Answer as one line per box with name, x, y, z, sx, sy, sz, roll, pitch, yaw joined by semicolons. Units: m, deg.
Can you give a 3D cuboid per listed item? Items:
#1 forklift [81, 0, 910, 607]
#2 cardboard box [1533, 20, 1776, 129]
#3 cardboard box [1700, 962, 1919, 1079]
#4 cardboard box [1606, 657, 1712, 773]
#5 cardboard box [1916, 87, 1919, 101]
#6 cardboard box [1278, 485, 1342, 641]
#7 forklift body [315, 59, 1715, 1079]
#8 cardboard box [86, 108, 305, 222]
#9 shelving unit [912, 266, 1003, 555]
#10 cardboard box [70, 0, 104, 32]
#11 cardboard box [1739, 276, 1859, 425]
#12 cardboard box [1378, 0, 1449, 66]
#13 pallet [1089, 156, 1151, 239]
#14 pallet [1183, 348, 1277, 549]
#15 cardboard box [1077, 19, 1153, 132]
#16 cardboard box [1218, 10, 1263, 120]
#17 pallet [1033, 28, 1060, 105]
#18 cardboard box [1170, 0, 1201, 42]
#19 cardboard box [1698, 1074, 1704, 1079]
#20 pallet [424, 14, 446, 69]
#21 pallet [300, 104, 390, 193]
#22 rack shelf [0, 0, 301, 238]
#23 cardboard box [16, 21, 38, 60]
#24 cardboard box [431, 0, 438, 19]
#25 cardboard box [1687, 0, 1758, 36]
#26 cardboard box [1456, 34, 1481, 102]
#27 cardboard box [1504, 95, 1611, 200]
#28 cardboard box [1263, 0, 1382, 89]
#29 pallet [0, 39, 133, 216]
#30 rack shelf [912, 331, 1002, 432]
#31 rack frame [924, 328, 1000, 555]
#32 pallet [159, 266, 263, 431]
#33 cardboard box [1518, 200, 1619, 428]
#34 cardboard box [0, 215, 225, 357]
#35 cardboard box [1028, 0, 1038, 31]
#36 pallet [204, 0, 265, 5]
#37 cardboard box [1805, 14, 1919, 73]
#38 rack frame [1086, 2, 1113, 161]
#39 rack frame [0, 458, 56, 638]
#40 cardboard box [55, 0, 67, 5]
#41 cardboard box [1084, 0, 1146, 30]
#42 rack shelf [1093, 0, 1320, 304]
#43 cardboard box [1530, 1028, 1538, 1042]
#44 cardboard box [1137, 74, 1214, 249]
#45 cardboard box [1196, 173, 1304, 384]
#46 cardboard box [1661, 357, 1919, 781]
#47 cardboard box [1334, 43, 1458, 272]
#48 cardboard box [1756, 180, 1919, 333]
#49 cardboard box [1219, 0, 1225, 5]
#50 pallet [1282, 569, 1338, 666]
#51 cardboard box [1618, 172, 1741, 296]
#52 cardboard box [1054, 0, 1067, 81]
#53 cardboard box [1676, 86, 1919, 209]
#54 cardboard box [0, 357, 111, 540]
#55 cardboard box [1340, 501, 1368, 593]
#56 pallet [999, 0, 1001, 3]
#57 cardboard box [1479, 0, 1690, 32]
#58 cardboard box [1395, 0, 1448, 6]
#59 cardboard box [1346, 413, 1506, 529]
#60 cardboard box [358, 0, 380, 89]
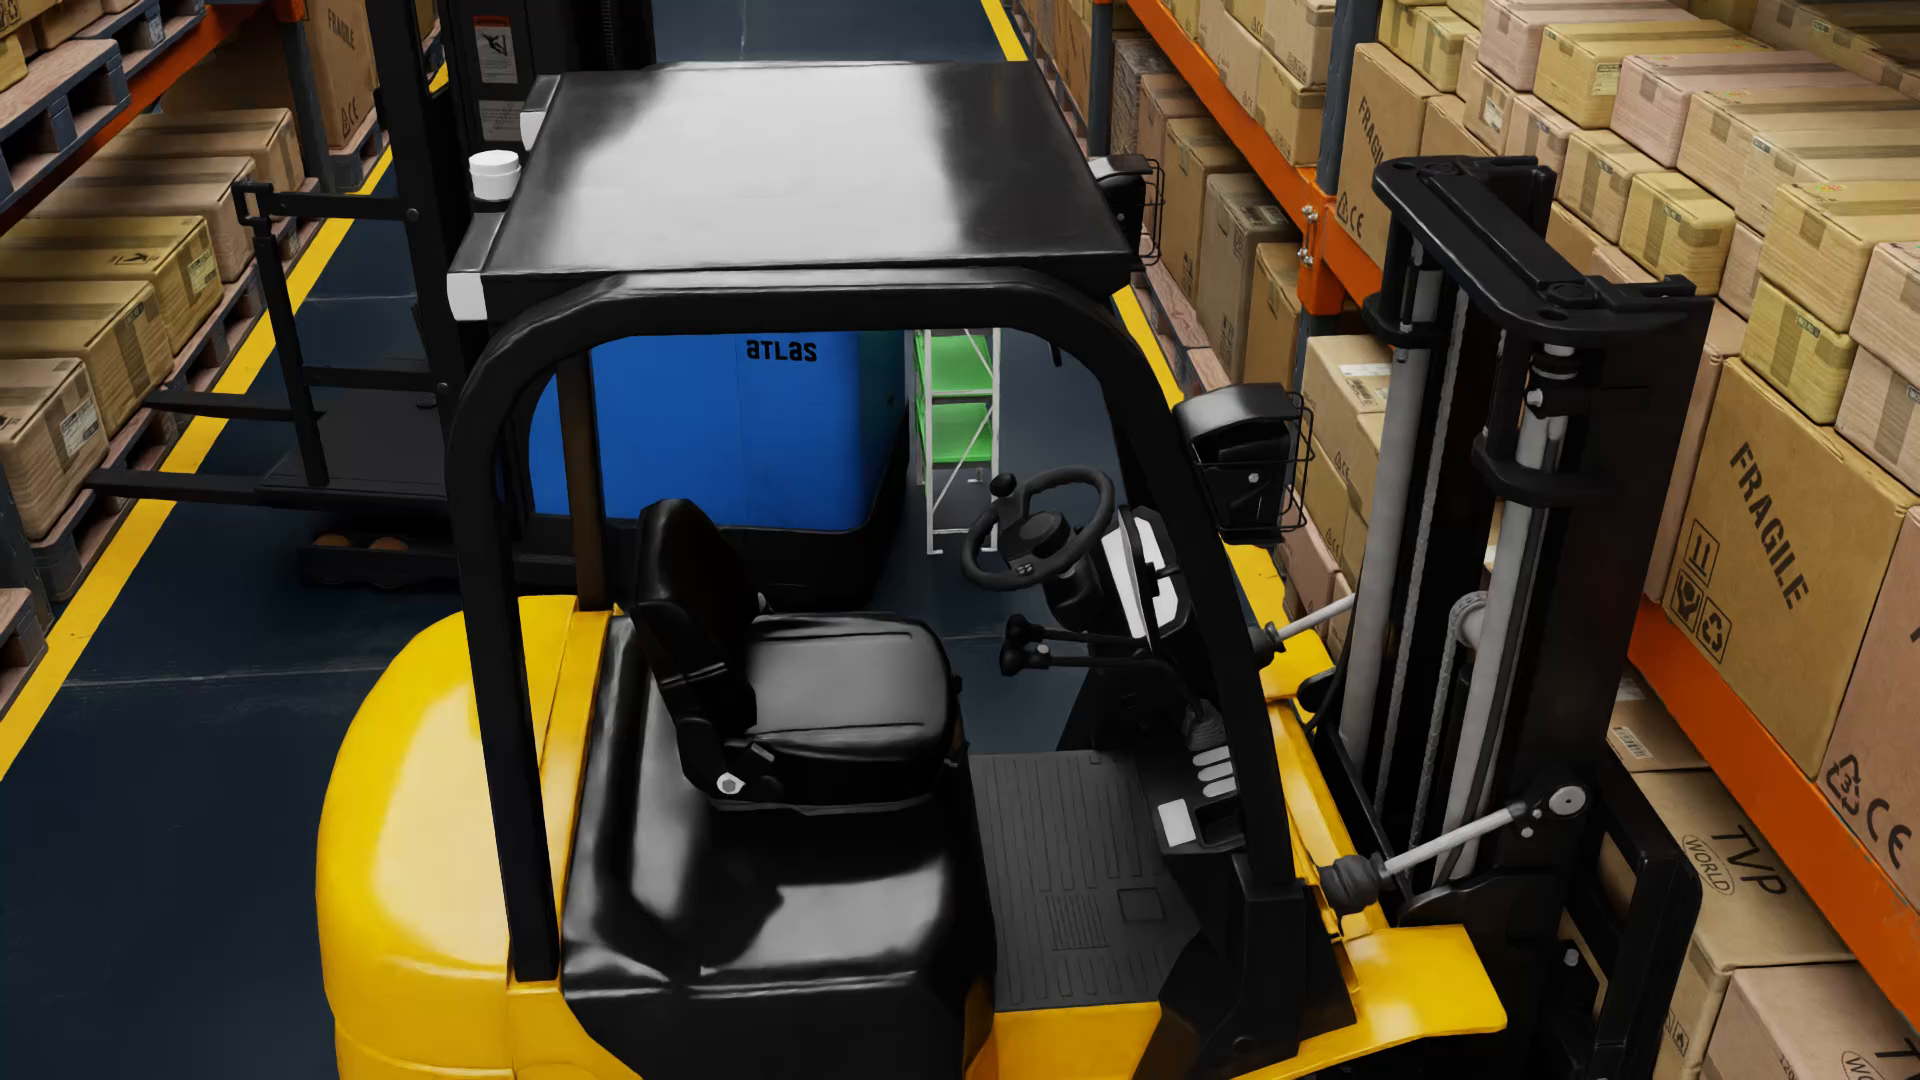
forklift;-1.738;-1.364;5.175;3.031;2.935;1.130;3;31;6
cardboard box;1.416;-0.957;3.407;0.380;0.149;0.250;-3;31;-5
cardboard box;1.528;0.921;2.580;0.500;0.250;0.500;-2;31;-4
cardboard box;1.431;0.405;3.444;0.500;0.250;0.500;-3;31;-6
cardboard box;1.972;-0.726;3.020;0.380;0.149;0.250;-2;31;-3
cardboard box;1.277;0.052;5.010;0.500;0.250;0.500;-2;31;-4
forklift body;-0.059;0.314;3.126;2.313;2.155;1.214;-3;31;-5
cardboard box;-3.711;-1.777;7.953;0.950;0.372;0.625;-5;31;-8
shelving unit;-0.015;-0.600;5.584;0.258;1.200;0.503;-3;31;-5
cardboard box;-3.238;-1.870;5.791;0.380;0.149;0.250;-3;31;-4
cardboard box;1.479;-0.308;2.610;0.380;0.149;0.250;-3;31;-4
cardboard box;1.329;-1.358;4.368;0.380;0.149;0.250;-3;31;-5
pallet;1.226;-1.634;8.280;1.003;0.211;1.213;-3;31;-5
pallet;1.453;-0.389;6.195;1.003;0.211;1.213;-3;31;-5
cardboard box;0.934;-2.566;9.150;0.500;0.500;0.500;-2;31;-3
cardboard box;1.201;-1.648;5.731;0.500;0.250;0.500;-3;31;-5
pallet;1.044;-3.061;10.669;1.003;0.211;1.213;-3;31;-5
cardboard box;1.129;-2.166;6.598;0.500;0.250;0.500;-2;31;-3
cardboard box;1.542;1.126;2.724;0.500;0.250;0.500;-3;31;-5
pallet;-3.981;-3.469;11.351;1.003;0.211;1.213;-3;31;-5
pallet;-3.753;-2.223;9.266;1.003;0.211;1.213;-3;31;-5
rack shelf;-3.567;-1.684;6.346;1.077;0.370;4.000;-3;31;-5
cardboard box;-3.235;-1.610;5.357;0.380;0.149;0.250;-1;31;-1
cardboard box;-3.990;-4.012;11.203;0.875;0.875;0.875;-2;31;-3
cardboard box;1.912;-1.247;3.893;0.380;0.149;0.250;-3;31;-5
cardboard box;1.407;-1.094;3.926;0.380;0.149;0.250;-3;31;-5
cardboard box;1.379;-0.830;3.485;0.380;0.149;0.250;-3;31;-5
cardboard box;1.261;-1.600;5.163;0.500;0.250;0.500;-3;31;-6
pallet;-3.307;-1.287;5.166;1.003;0.211;1.213;-3;31;-5
rack shelf;-0.015;-0.545;5.617;0.258;0.148;0.480;-3;31;-5
rack frame;0.007;-0.475;5.375;0.240;1.200;0.015;-3;31;-5
pallet;-3.572;-0.796;6.877;1.003;0.211;1.213;-3;31;-5
cardboard box;1.456;-0.492;3.551;0.500;0.500;0.500;-3;31;-5
cardboard box;-3.569;-1.013;6.674;0.950;0.372;0.625;-2;31;-3
cardboard box;0.737;-3.619;10.912;0.500;0.500;0.500;-4;31;-6
pallet;-3.582;-2.573;7.319;1.213;0.211;1.003;-3;31;-5
cardboard box;2.002;-0.989;3.461;0.380;0.149;0.250;-3;31;-5
rack frame;1.187;-3.254;8.272;1.000;3.000;0.127;-3;31;-5
rack frame;-3.380;-0.972;4.452;1.000;3.000;0.127;-3;31;-5
cardboard box;-3.219;-2.085;5.518;0.500;0.500;0.500;-3;31;-5
cardboard box;0.889;-2.879;9.041;0.380;0.149;0.250;-4;31;-7
rack shelf;1.374;-1.924;6.747;1.077;0.370;4.000;-3;31;-5
cardboard box;1.431;0.832;3.704;0.500;0.250;0.500;-2;31;-3
cardboard box;1.301;-1.762;7.681;0.875;0.625;0.625;-2;31;-3
cardboard box;1.436;-1.035;6.463;0.875;0.625;0.625;-3;31;-5
cardboard box;1.540;0.022;2.690;0.500;0.500;0.500;-3;31;-6
cardboard box;1.343;-1.015;4.427;0.500;0.500;0.500;-4;31;-6
cardboard box;1.473;-0.438;2.538;0.380;0.149;0.250;-2;31;-4
cardboard box;1.164;-2.124;6.039;0.500;0.250;0.500;-2;31;-4
pallet;1.594;0.394;4.885;1.003;0.211;1.213;-3;31;-5
cardboard box;1.454;-0.567;3.044;0.380;0.149;0.250;-3;31;-6
cardboard box;0.846;-3.090;10.025;0.500;0.500;0.500;-1;31;-2
cardboard box;1.536;-0.703;2.982;0.380;0.149;0.250;-3;31;-4
cardboard box;-3.432;-0.292;5.466;0.950;0.372;0.625;-2;31;-4
cardboard box;1.348;0.093;4.454;0.500;0.250;0.500;-3;31;-5
pallet;0.751;-4.449;12.993;1.003;0.211;1.213;-3;31;-5
cardboard box;1.443;-1.225;3.855;0.380;0.149;0.250;-3;31;-6
cardboard box;1.296;-1.484;4.289;0.380;0.149;0.250;-2;31;-4
cardboard box;1.332;-0.117;4.318;0.500;0.250;0.500;-3;31;-5
cardboard box;-3.815;-3.094;9.668;0.875;0.875;0.875;-2;31;-4
